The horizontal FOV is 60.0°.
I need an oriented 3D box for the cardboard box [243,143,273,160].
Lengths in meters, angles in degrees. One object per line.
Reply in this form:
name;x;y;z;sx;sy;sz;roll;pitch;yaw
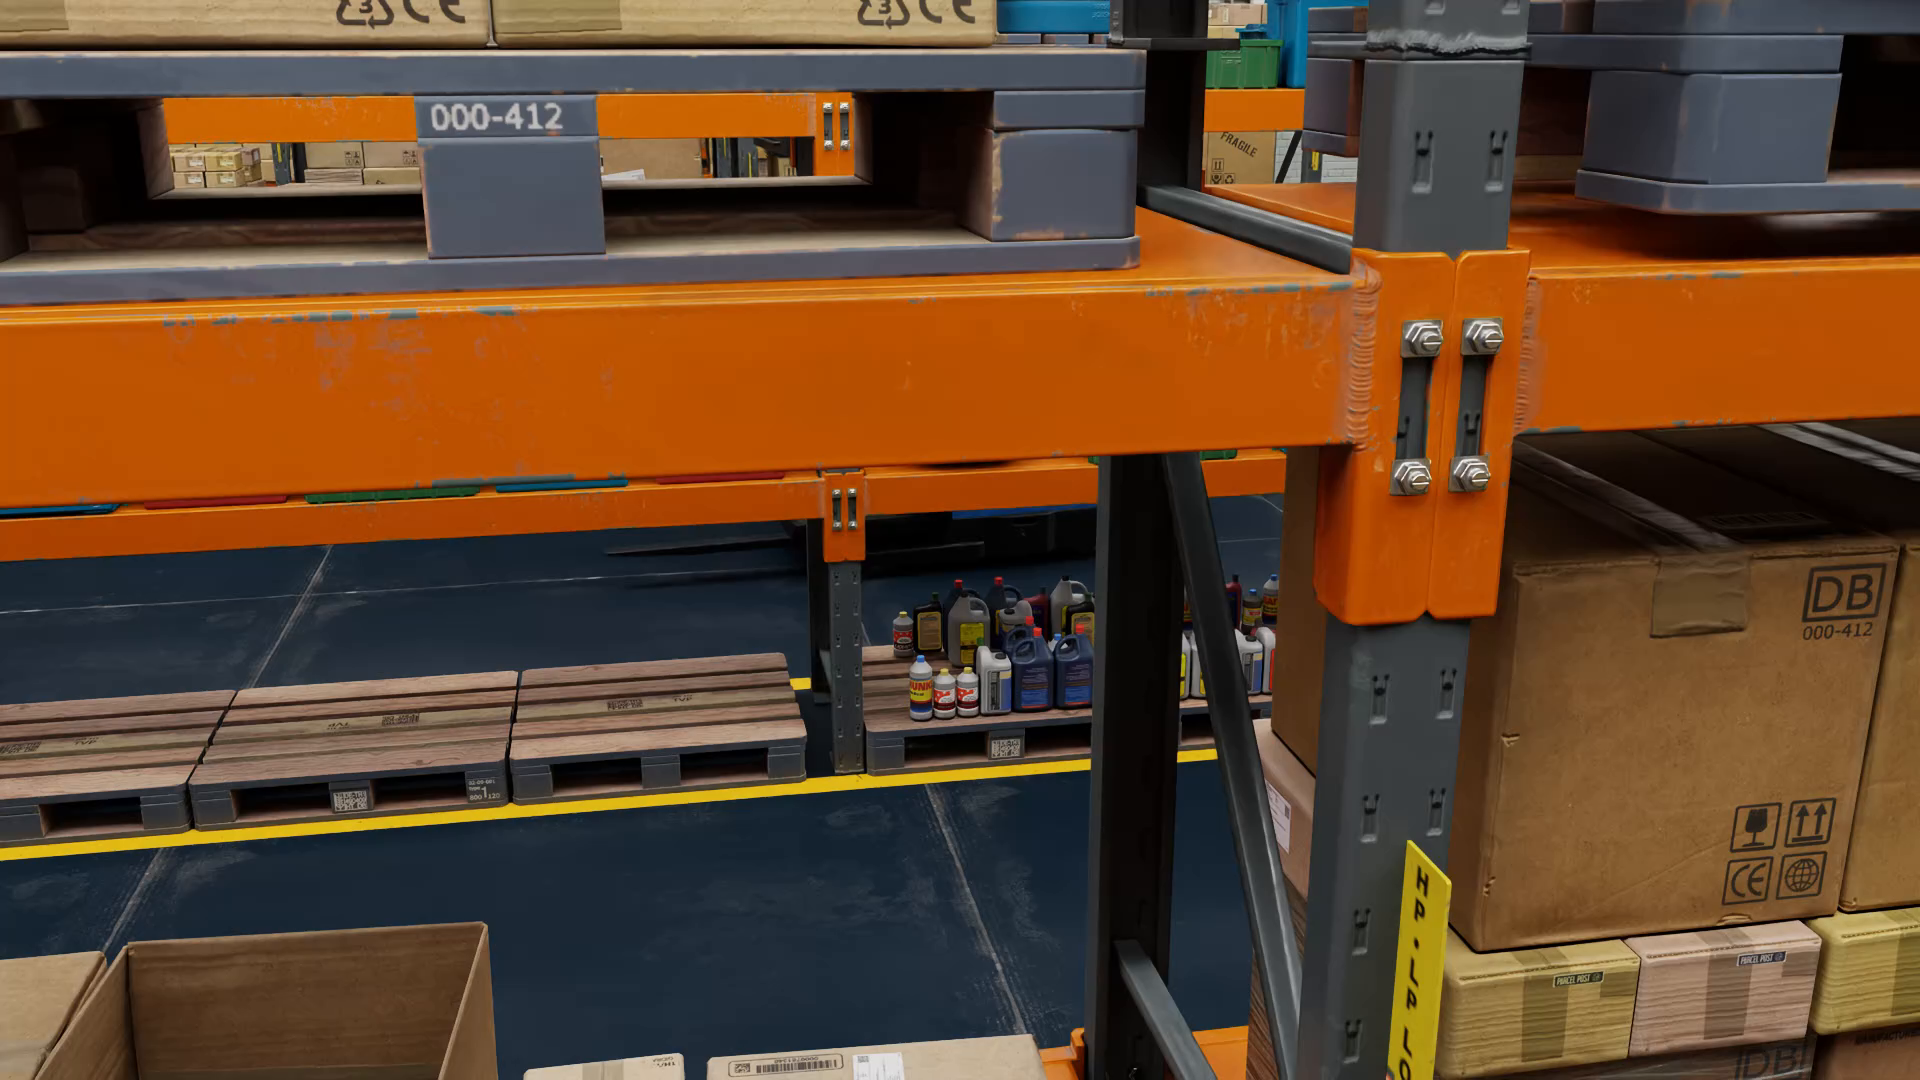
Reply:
cardboard box;-8.239;-4.680;19.844;0.500;0.250;0.500;-4;17;-12

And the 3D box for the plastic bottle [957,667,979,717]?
plastic bottle;0.033;0.644;7.123;0.097;0.201;0.097;0;17;0

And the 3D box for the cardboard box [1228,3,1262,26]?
cardboard box;1.934;-3.698;11.710;0.250;0.149;0.380;-4;17;-12

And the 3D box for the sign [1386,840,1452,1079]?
sign;0.486;0.488;1.778;0.005;0.325;0.100;-3;17;-10

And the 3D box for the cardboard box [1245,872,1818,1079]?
cardboard box;0.808;0.773;2.515;0.500;0.500;0.700;-4;17;-12

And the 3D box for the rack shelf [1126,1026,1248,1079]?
rack shelf;2.337;1.080;2.912;4.000;0.370;1.077;-3;17;-10

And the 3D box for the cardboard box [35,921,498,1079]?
cardboard box;-0.901;0.867;2.209;0.500;0.500;0.500;-2;17;-6

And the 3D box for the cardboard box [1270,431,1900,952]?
cardboard box;0.808;0.153;2.325;0.500;0.500;0.700;-3;17;-10

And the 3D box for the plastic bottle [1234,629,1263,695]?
plastic bottle;1.256;0.531;7.364;0.135;0.276;0.152;-4;17;-12

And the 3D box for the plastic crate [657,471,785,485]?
plastic crate;-0.980;-0.496;6.709;0.583;0.464;0.402;-3;17;-10

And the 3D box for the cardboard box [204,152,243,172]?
cardboard box;-6.665;-3.427;15.059;0.250;0.149;0.380;-4;18;-13

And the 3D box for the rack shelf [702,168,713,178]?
rack shelf;-1.418;-4.633;21.511;4.000;0.370;1.077;-3;17;-10

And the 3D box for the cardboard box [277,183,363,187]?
cardboard box;-4.378;-2.136;11.271;0.500;0.500;0.700;-1;17;-2

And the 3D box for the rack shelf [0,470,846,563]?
rack shelf;-2.526;-0.125;6.836;4.000;0.370;1.077;-3;17;-10

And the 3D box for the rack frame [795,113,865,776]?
rack frame;-0.562;-0.581;7.093;0.127;3.000;1.000;-3;17;-10

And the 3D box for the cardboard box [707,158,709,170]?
cardboard box;-3.124;-4.851;21.424;0.250;0.149;0.380;-3;17;-11

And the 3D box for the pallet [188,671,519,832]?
pallet;-2.526;0.876;7.099;1.213;0.211;1.003;-3;17;-10

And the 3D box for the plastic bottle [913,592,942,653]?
plastic bottle;-0.153;0.386;7.824;0.133;0.283;0.061;-2;17;-8

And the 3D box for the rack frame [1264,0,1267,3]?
rack frame;2.425;-5.099;11.586;0.127;3.000;1.000;-3;17;-10

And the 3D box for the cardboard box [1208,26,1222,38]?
cardboard box;1.511;-3.465;11.630;0.500;0.250;0.500;-3;17;-10

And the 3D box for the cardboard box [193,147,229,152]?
cardboard box;-7.025;-3.601;15.625;0.250;0.149;0.380;-4;17;-12

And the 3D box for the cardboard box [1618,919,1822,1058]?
cardboard box;0.921;0.517;2.246;0.250;0.149;0.380;-3;17;-10

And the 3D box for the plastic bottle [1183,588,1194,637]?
plastic bottle;1.091;0.326;8.038;0.097;0.271;0.097;0;17;0

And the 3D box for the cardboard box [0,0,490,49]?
cardboard box;-0.772;-0.652;1.759;0.500;0.250;0.500;-5;18;-16

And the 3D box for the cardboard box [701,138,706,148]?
cardboard box;-3.842;-6.293;25.522;0.500;0.500;0.500;-4;17;-12

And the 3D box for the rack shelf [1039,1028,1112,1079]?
rack shelf;-1.590;1.303;2.186;4.000;0.370;1.077;-3;17;-10

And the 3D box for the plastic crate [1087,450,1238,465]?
plastic crate;0.824;-0.474;7.106;0.662;0.188;0.450;-3;17;-10

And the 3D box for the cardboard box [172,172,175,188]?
cardboard box;-7.189;-3.254;15.005;0.250;0.149;0.380;-3;17;-9

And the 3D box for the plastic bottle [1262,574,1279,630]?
plastic bottle;1.526;0.302;8.118;0.097;0.271;0.097;0;17;0

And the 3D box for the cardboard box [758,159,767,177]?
cardboard box;-1.984;-3.540;16.472;0.550;0.550;0.875;-3;17;-10

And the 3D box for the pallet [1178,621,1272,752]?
pallet;1.305;0.658;7.810;1.213;0.211;1.003;-3;17;-10

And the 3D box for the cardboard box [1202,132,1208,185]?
cardboard box;1.443;-2.768;11.834;0.500;0.500;0.500;-3;17;-10

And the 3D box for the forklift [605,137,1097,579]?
forklift;-0.623;-1.332;9.657;3.031;2.935;1.130;-5;18;-16

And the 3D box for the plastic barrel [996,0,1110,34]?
plastic barrel;0.435;-2.479;6.598;0.708;0.901;0.600;-3;17;-10

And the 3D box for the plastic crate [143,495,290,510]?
plastic crate;-2.845;-0.390;6.364;0.583;0.464;0.402;-3;17;-10

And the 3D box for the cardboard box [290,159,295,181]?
cardboard box;-7.756;-4.468;20.004;0.500;0.250;0.500;-4;17;-12

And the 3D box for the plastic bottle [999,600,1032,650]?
plastic bottle;0.257;0.423;7.716;0.135;0.276;0.152;-3;17;-10

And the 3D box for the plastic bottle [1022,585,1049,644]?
plastic bottle;0.356;0.357;7.918;0.133;0.283;0.061;-2;17;-7

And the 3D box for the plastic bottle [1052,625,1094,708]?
plastic bottle;0.494;0.540;7.209;0.185;0.351;0.144;-4;18;-13

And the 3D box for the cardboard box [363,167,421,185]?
cardboard box;-5.280;-3.245;15.598;0.500;0.500;0.500;-3;17;-11

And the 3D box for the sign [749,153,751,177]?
sign;-1.393;-2.402;11.052;0.005;0.325;0.100;-3;17;-10

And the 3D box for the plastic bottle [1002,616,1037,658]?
plastic bottle;0.282;0.508;7.310;0.185;0.351;0.144;-3;17;-10

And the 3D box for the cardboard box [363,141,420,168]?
cardboard box;-5.332;-3.798;15.694;0.500;0.500;0.700;-3;17;-11

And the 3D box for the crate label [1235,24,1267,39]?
crate label;1.465;-2.157;7.371;0.408;0.251;0.502;-3;17;-10

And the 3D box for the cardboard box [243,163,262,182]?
cardboard box;-6.783;-3.475;15.722;0.250;0.149;0.380;-2;17;-8

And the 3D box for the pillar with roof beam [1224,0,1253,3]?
pillar with roof beam;5.453;-8.701;23.313;0.400;9.000;9.100;-3;17;-10
